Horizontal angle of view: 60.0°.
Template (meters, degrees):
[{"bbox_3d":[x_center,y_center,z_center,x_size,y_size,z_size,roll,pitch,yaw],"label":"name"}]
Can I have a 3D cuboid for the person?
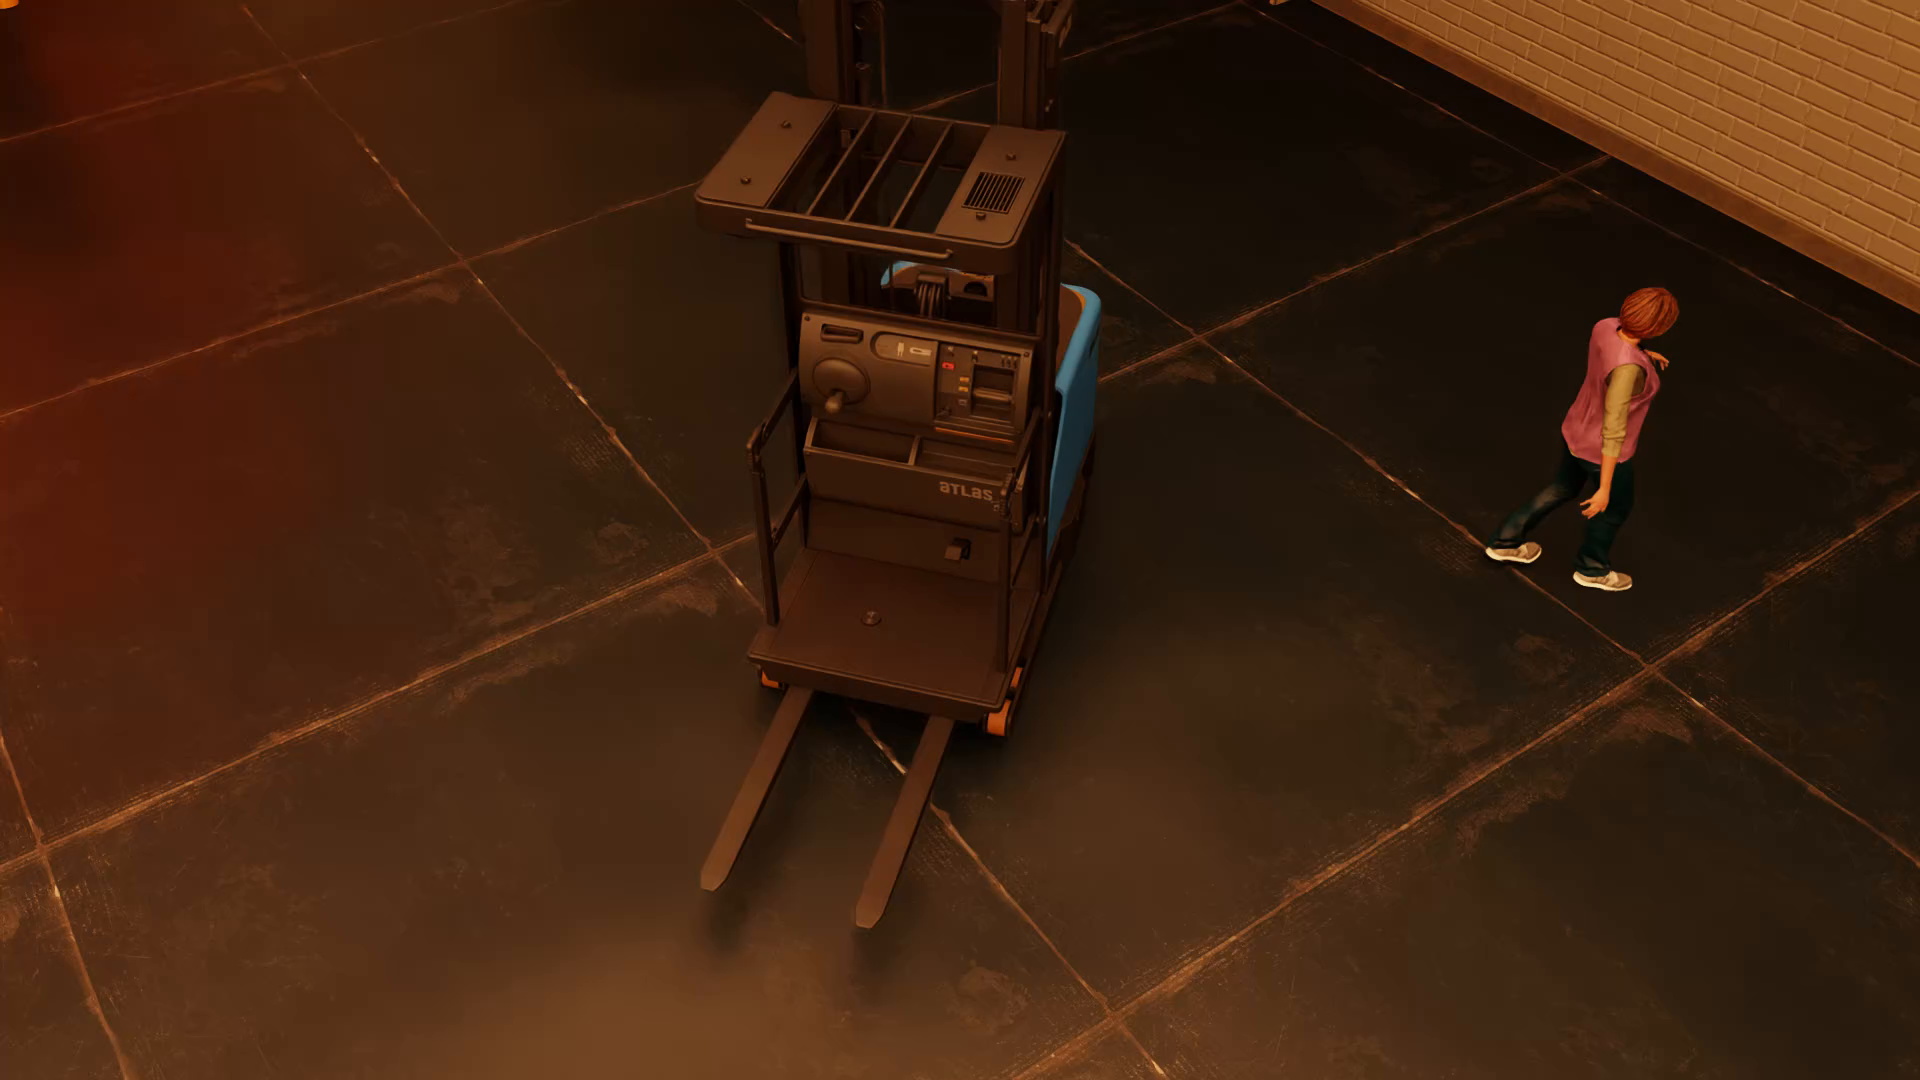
[{"bbox_3d":[2.781,-0.404,7.170,0.703,1.574,0.812,0,43,-1],"label":"person"}]

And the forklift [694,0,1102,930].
[{"bbox_3d":[-0.234,-0.553,6.316,1.130,2.935,3.031,11,44,11],"label":"forklift"}]
